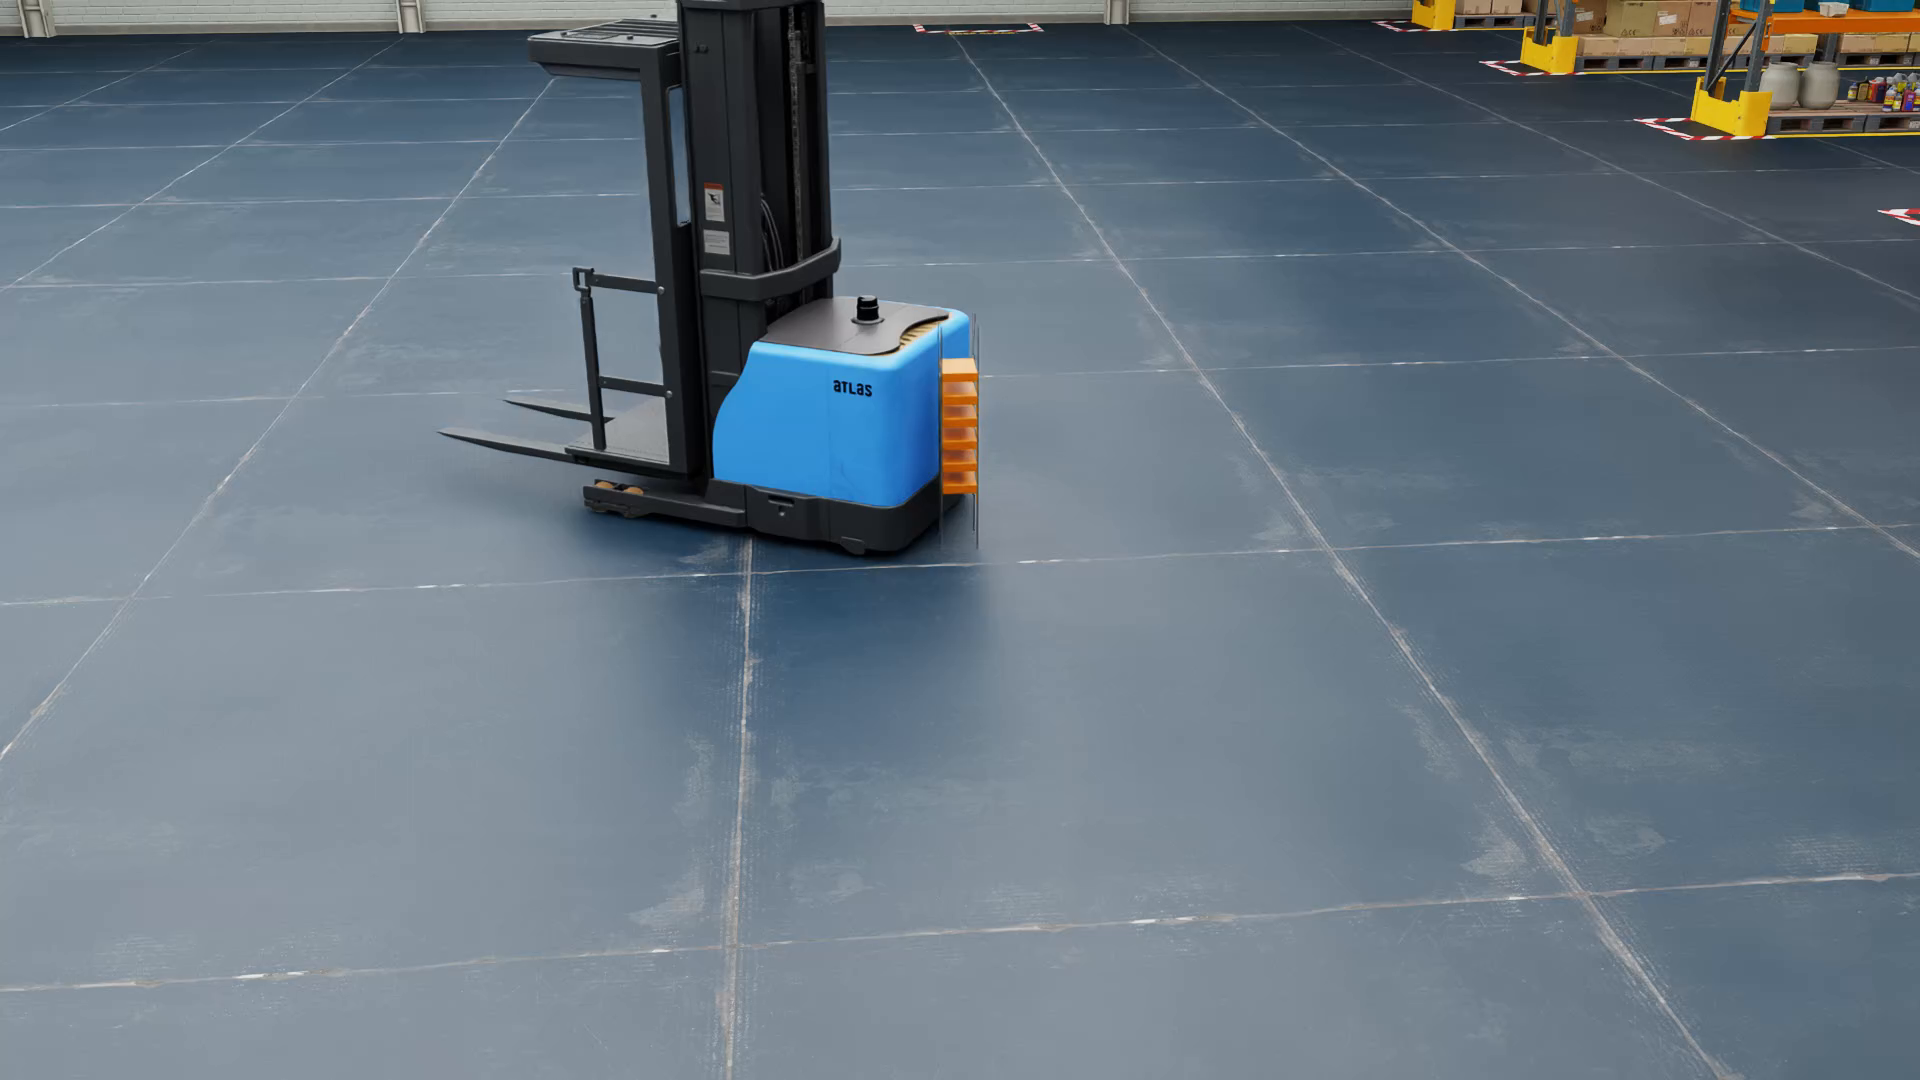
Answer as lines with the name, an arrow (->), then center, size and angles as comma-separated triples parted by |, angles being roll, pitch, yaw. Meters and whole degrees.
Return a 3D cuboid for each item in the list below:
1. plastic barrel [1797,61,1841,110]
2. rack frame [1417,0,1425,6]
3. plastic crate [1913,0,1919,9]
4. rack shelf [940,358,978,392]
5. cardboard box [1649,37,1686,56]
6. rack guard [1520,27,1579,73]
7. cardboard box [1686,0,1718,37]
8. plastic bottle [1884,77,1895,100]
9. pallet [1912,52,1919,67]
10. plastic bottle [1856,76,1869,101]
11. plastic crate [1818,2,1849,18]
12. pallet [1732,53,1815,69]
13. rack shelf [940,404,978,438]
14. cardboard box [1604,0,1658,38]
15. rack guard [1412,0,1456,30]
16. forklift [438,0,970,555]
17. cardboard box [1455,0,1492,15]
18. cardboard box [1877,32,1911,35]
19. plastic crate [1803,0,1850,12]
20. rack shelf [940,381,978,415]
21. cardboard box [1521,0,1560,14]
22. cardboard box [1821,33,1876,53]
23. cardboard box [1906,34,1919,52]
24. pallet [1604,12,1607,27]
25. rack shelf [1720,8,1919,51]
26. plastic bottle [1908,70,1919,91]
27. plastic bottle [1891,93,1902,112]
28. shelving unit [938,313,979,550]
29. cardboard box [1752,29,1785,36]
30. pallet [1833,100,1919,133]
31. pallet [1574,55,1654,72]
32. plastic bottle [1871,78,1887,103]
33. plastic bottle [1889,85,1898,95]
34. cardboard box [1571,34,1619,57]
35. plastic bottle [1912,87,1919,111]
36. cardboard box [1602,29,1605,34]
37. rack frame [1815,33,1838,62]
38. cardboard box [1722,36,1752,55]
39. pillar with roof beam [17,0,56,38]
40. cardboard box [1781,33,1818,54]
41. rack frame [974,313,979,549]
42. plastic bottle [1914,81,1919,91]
plastic barrel -> 10.210, -5.400, 19.753 | 0.421, 0.512, 0.421 | 0, 24, 0
rack frame -> 8.090, -10.273, 28.168 | 0.127, 3.000, 1.000 | -2, 24, -5
plastic crate -> 11.666, -6.391, 19.696 | 0.662, 0.188, 0.450 | -2, 24, -5
rack shelf -> -0.008, -0.835, 8.373 | 0.180, 0.103, 0.258 | -1, 24, -3
cardboard box -> 10.131, -7.179, 24.076 | 0.500, 0.250, 0.500 | -2, 24, -5
rack guard -> 8.557, -7.127, 24.170 | 0.348, 0.500, 1.175 | -2, 24, -5
cardboard box -> 10.629, -7.539, 23.963 | 0.500, 0.500, 0.500 | -2, 24, -5
plastic bottle -> 11.240, -5.480, 20.197 | 0.135, 0.276, 0.152 | -3, 24, -7
pallet -> 14.507, -7.251, 24.804 | 1.213, 0.211, 1.003 | -2, 24, -5
plastic bottle -> 10.963, -5.490, 20.212 | 0.133, 0.283, 0.061 | -2, 24, -4
plastic crate -> 9.986, -6.053, 19.001 | 0.250, 0.136, 0.298 | -2, 24, -5
pallet -> 11.766, -7.141, 24.556 | 1.213, 0.211, 1.003 | -2, 24, -5
rack shelf -> -0.008, -0.615, 8.470 | 0.180, 0.103, 0.258 | -1, 24, -3
cardboard box -> 9.633, -7.501, 23.877 | 0.500, 0.500, 0.500 | -2, 24, -5
rack guard -> 8.165, -9.133, 28.683 | 0.348, 0.500, 1.175 | -2, 24, -5
forklift -> -1.499, -1.641, 8.834 | 3.031, 2.935, 1.130 | 10, 26, 21
cardboard box -> 8.787, -9.236, 28.605 | 0.500, 0.311, 0.500 | -5, 24, -11
cardboard box -> 13.495, -7.555, 24.233 | 0.500, 0.311, 0.500 | -3, 24, -6
plastic crate -> 10.179, -6.365, 19.560 | 0.408, 0.251, 0.499 | -2, 24, -5
rack shelf -> -0.008, -0.725, 8.422 | 0.180, 0.103, 0.258 | -1, 24, -3
cardboard box -> 10.090, -9.354, 28.639 | 0.500, 0.500, 0.700 | -4, 24, -8
cardboard box -> 12.987, -7.281, 24.307 | 0.500, 0.250, 0.500 | -3, 24, -6
cardboard box -> 14.011, -7.323, 24.401 | 0.500, 0.250, 0.500 | -3, 24, -7
pallet -> 11.406, -9.117, 29.002 | 1.213, 0.211, 1.003 | -2, 24, -5
rack shelf -> 11.054, -6.019, 19.485 | 4.000, 0.370, 1.077 | -2, 24, -5
plastic bottle -> 11.589, -5.529, 20.217 | 0.185, 0.351, 0.144 | -2, 24, -6
plastic bottle -> 11.002, -5.141, 19.527 | 0.097, 0.201, 0.097 | 0, 24, 0
shelving unit -> -0.008, -0.546, 8.501 | 0.189, 1.200, 0.258 | -1, 24, -3
cardboard box -> 11.622, -7.586, 24.069 | 0.500, 0.500, 0.500 | -2, 24, -5
pallet -> 11.155, -5.094, 19.950 | 1.213, 0.211, 1.003 | -2, 24, -5
pallet -> 9.337, -7.044, 24.337 | 1.213, 0.211, 1.003 | -2, 24, -5
plastic bottle -> 11.113, -5.434, 20.086 | 0.133, 0.283, 0.061 | -2, 24, -5
plastic bottle -> 11.271, -5.396, 20.100 | 0.097, 0.201, 0.097 | 0, 24, 0
cardboard box -> 9.136, -7.137, 23.983 | 0.500, 0.250, 0.500 | -2, 24, -5
plastic bottle -> 11.240, -5.183, 19.534 | 0.097, 0.271, 0.097 | 0, 24, 0
cardboard box -> 9.581, -7.372, 24.510 | 0.500, 0.250, 0.500 | -2, 24, -5
rack frame -> 12.561, -8.430, 24.023 | 0.127, 3.000, 1.000 | -2, 24, -5
cardboard box -> 11.126, -7.217, 24.162 | 0.500, 0.250, 0.500 | -2, 24, -5
pillar with roof beam -> -14.759, -10.693, 21.729 | 0.400, 9.000, 9.100 | -2, 24, -5
cardboard box -> 12.121, -7.259, 24.256 | 0.500, 0.250, 0.500 | -2, 24, -5
rack frame -> 0.083, -0.548, 8.506 | 0.006, 1.200, 0.240 | -1, 24, -3
plastic bottle -> 11.629, -5.436, 20.100 | 0.135, 0.276, 0.152 | -2, 24, -5
